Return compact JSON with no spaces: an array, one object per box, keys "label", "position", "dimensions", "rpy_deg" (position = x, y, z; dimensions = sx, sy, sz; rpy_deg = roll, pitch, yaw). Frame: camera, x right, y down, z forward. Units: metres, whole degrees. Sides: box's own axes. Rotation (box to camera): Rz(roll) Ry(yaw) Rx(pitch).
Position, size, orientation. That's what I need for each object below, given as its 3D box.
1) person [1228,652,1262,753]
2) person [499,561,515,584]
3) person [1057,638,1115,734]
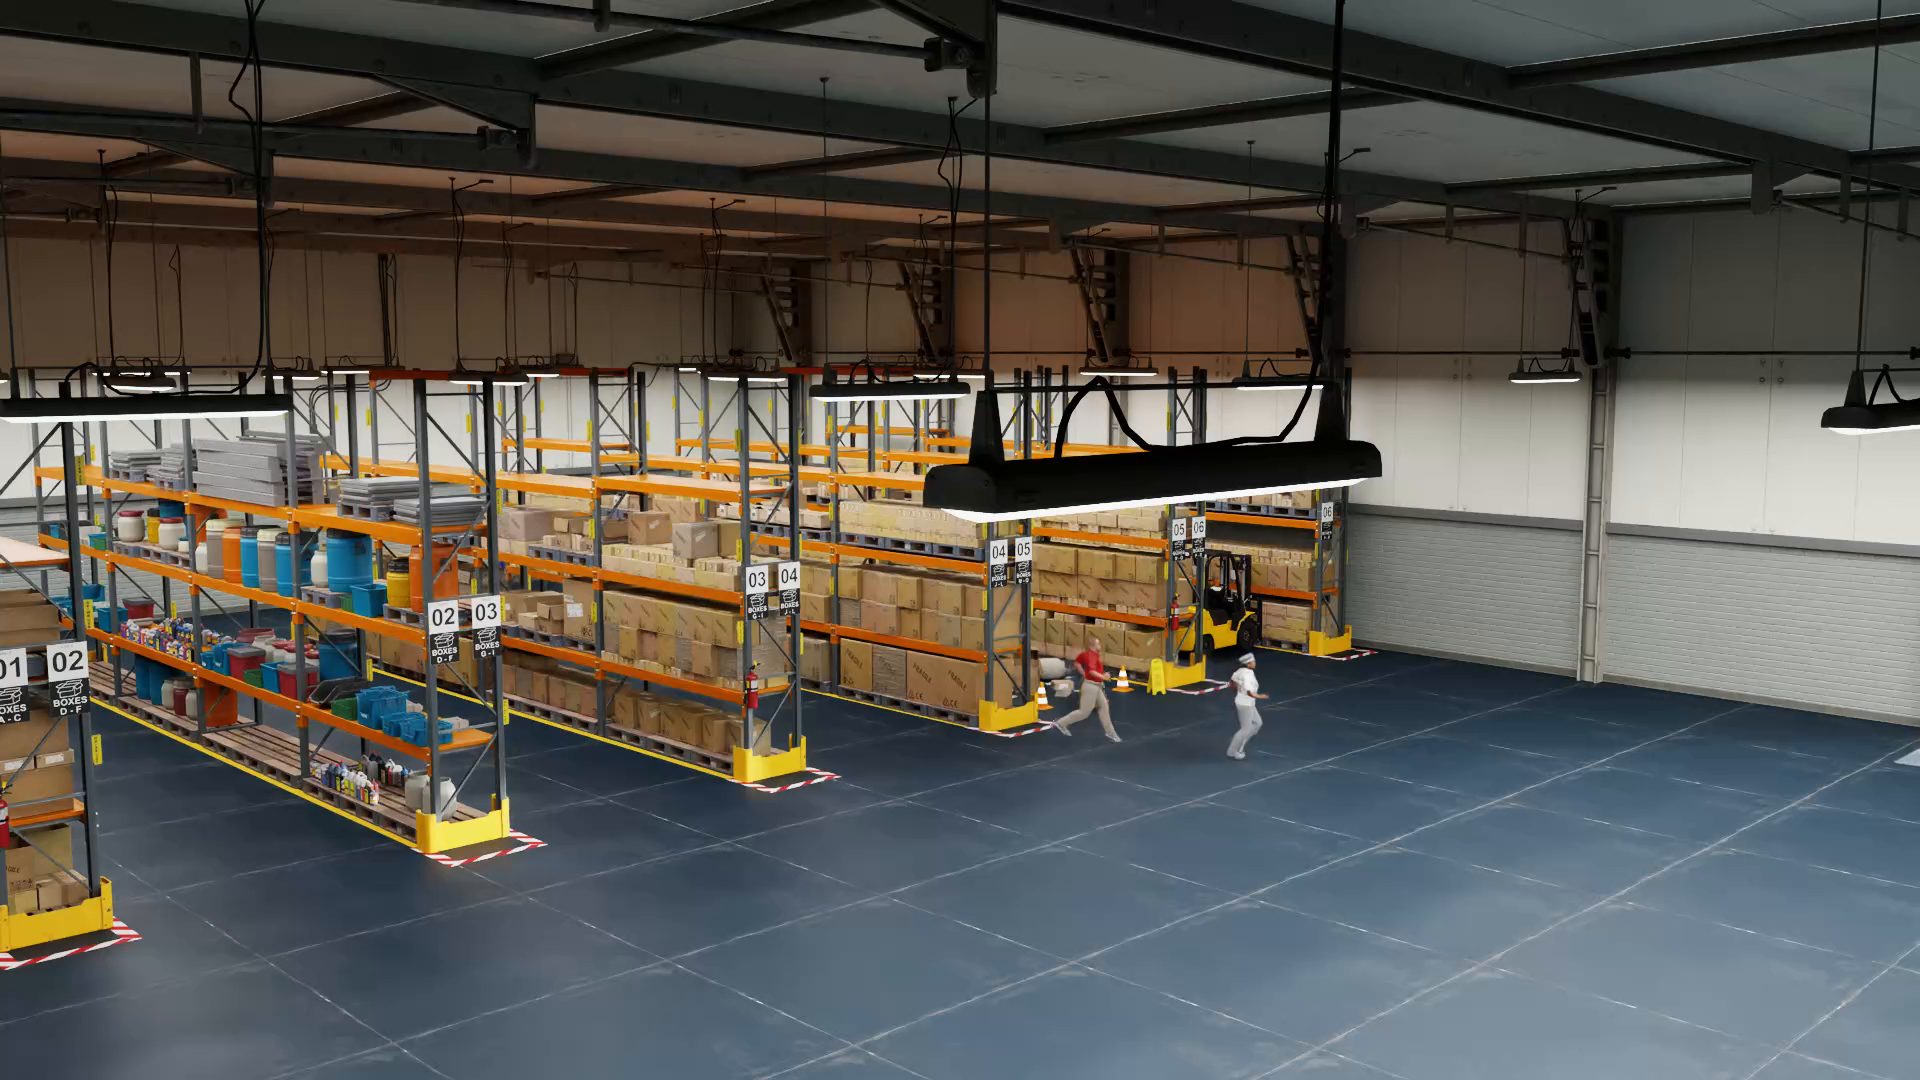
[{"label":"person","position":[4.458,2.528,25.919],"dimensions":[0.555,1.586,0.550],"rpy_deg":[0,6,2]},{"label":"person","position":[-11.190,0.813,41.056],"dimensions":[0.563,1.537,0.717],"rpy_deg":[2,7,14]},{"label":"person","position":[2.055,2.375,26.933],"dimensions":[0.945,1.596,0.627],"rpy_deg":[0,6,4]}]
